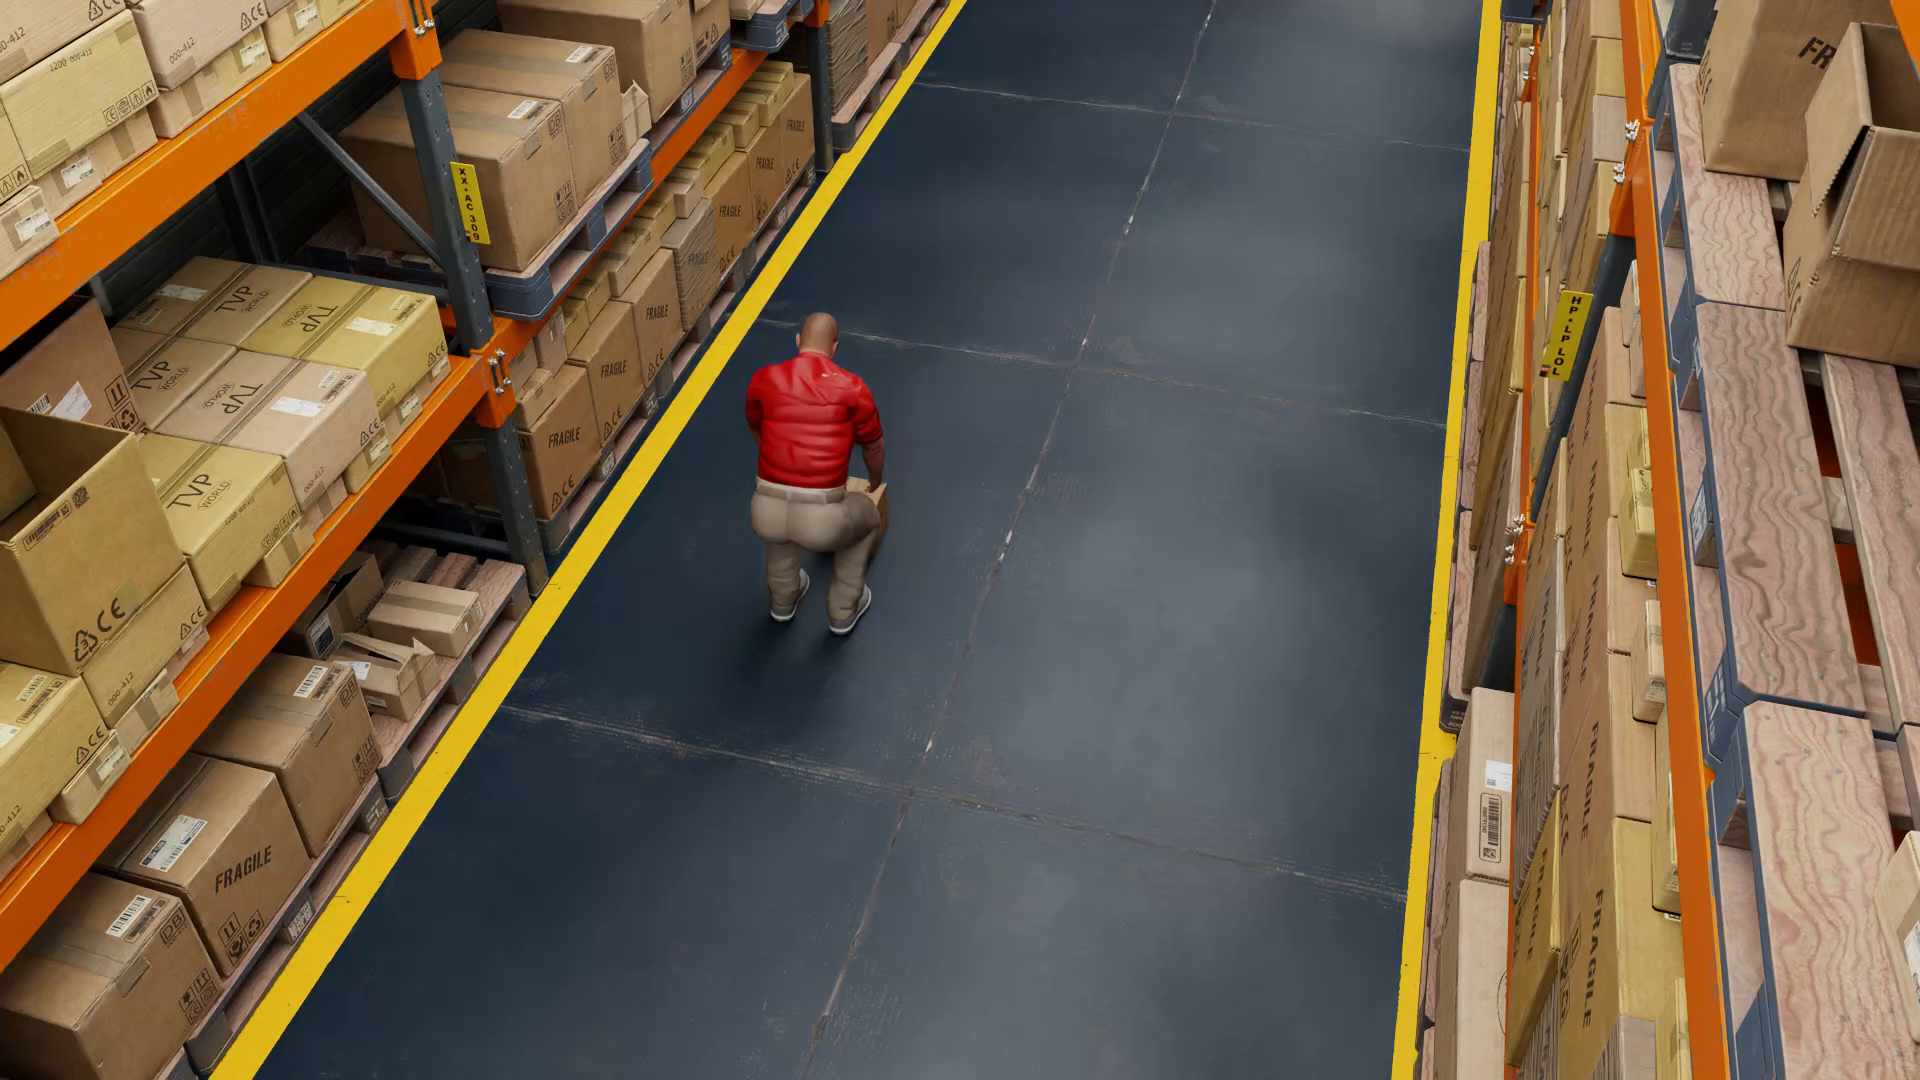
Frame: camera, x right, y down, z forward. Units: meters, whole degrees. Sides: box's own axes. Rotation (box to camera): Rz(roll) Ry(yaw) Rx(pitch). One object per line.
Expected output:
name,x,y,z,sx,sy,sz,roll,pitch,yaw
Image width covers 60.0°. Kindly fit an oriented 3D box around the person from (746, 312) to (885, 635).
person,-0.638,-0.238,6.963,0.588,1.278,0.770,10,42,11
